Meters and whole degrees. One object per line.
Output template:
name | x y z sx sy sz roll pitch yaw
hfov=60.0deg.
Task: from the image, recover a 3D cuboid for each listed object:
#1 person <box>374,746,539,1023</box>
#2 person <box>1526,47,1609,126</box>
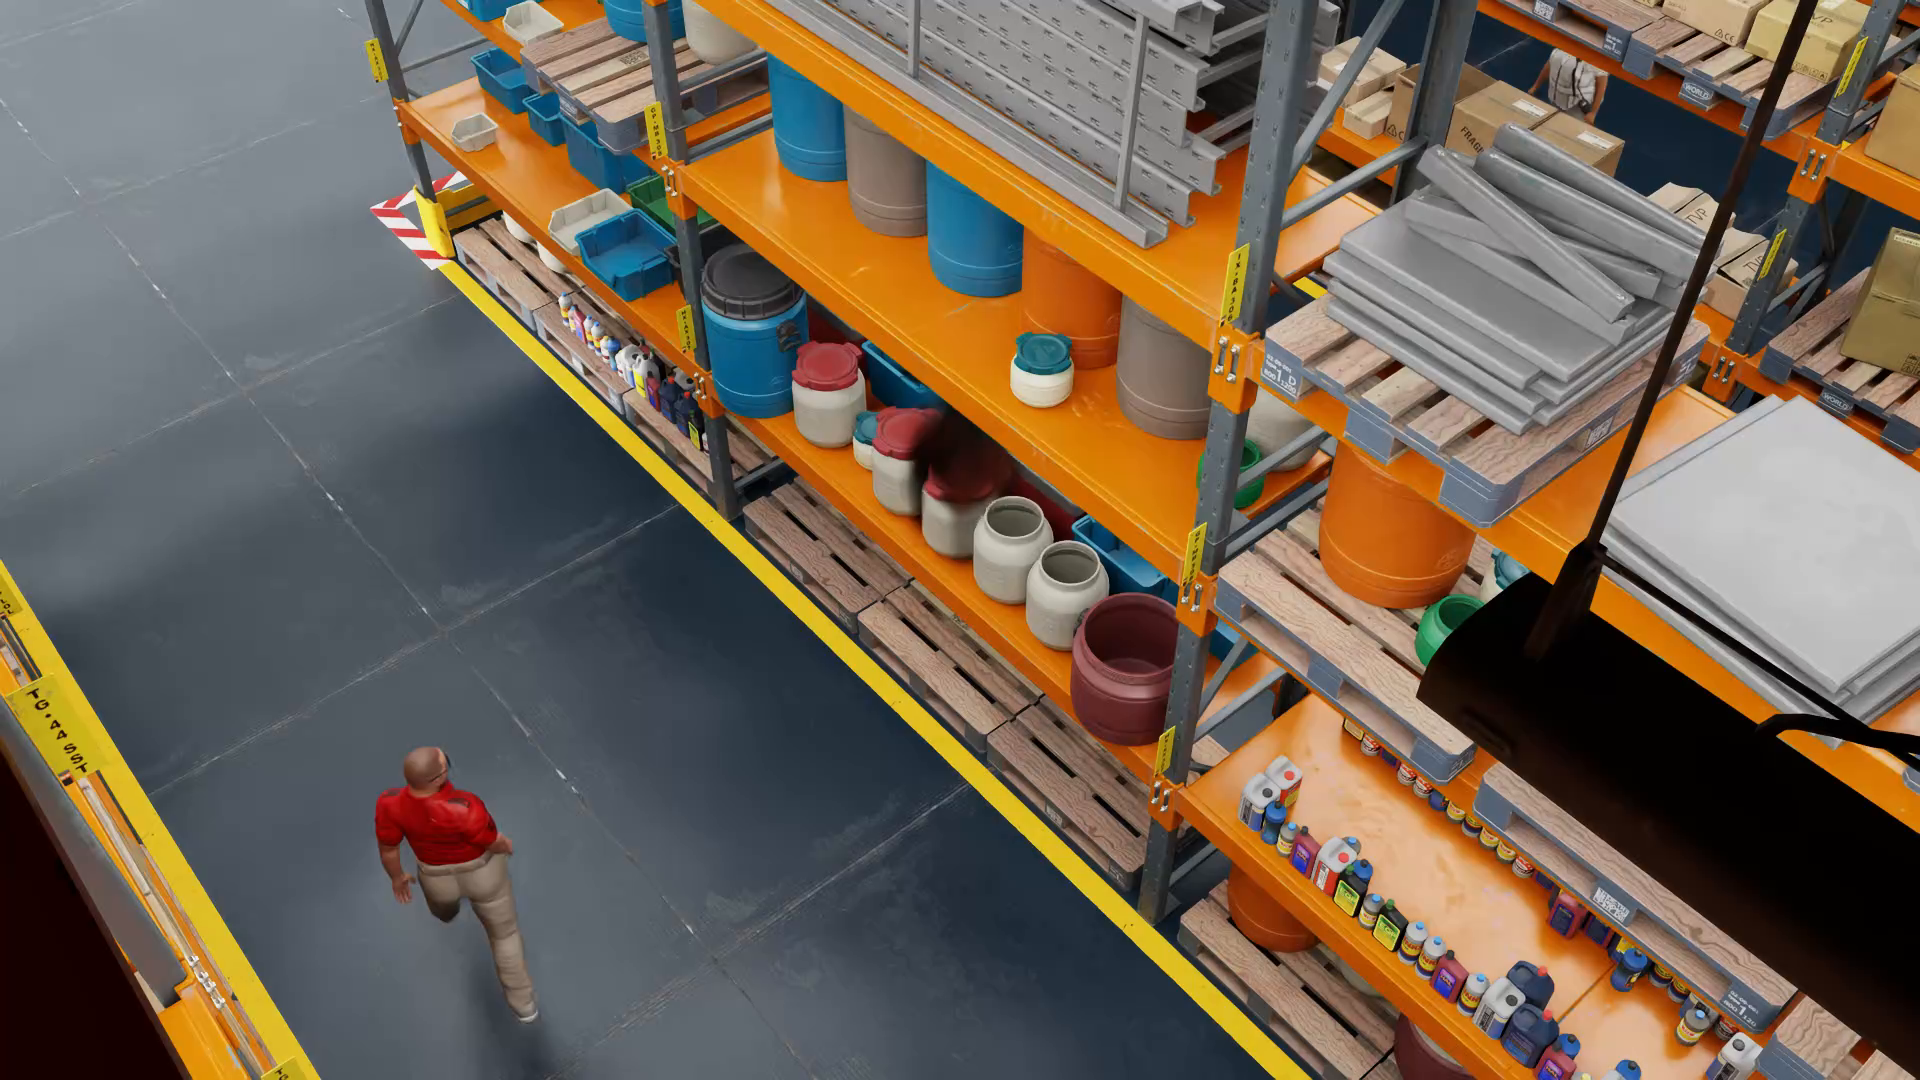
person | -2.435 1.549 7.979 0.582 1.719 0.993 -7 47 -7
person | 4.828 -3.433 13.139 0.514 1.699 0.669 -10 47 -10
